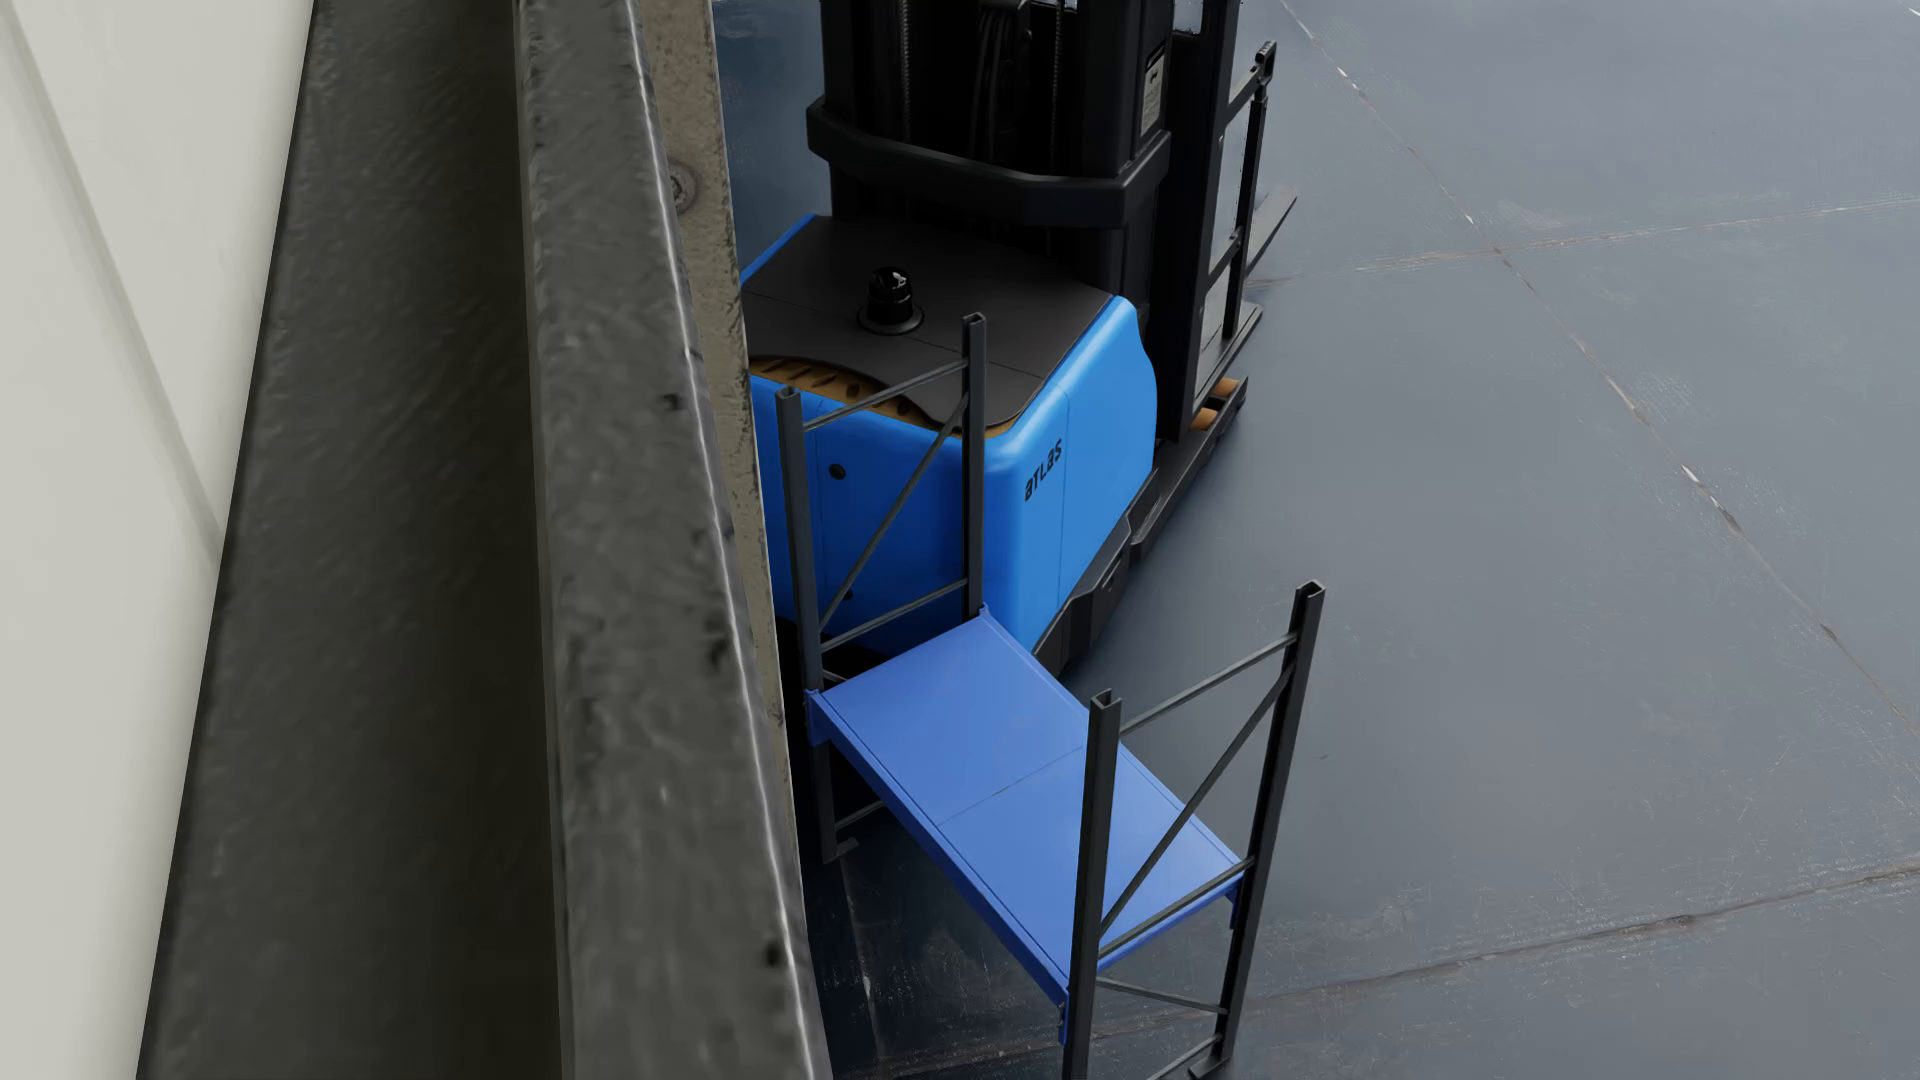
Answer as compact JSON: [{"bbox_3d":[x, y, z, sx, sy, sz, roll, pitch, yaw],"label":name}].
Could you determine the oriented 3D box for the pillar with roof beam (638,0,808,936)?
[{"bbox_3d":[3.726,-2.694,1.507,9.100,9.000,0.400,-8,42,-9],"label":"pillar with roof beam"}]

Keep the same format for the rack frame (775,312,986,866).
[{"bbox_3d":[-0.157,0.178,3.919,0.500,1.500,0.032,-25,47,-25],"label":"rack frame"}]

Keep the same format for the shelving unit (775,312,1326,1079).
[{"bbox_3d":[0.134,0.455,3.608,0.538,1.500,1.048,-25,47,-25],"label":"shelving unit"}]

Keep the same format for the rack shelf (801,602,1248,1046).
[{"bbox_3d":[0.134,0.589,3.727,0.538,0.185,1.000,-25,47,-25],"label":"rack shelf"}]

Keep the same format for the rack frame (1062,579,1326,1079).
[{"bbox_3d":[0.425,0.732,3.296,0.500,1.500,0.032,-25,47,-25],"label":"rack frame"}]

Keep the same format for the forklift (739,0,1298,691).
[{"bbox_3d":[0.327,-1.496,4.727,1.130,2.935,3.031,19,45,20],"label":"forklift"}]
